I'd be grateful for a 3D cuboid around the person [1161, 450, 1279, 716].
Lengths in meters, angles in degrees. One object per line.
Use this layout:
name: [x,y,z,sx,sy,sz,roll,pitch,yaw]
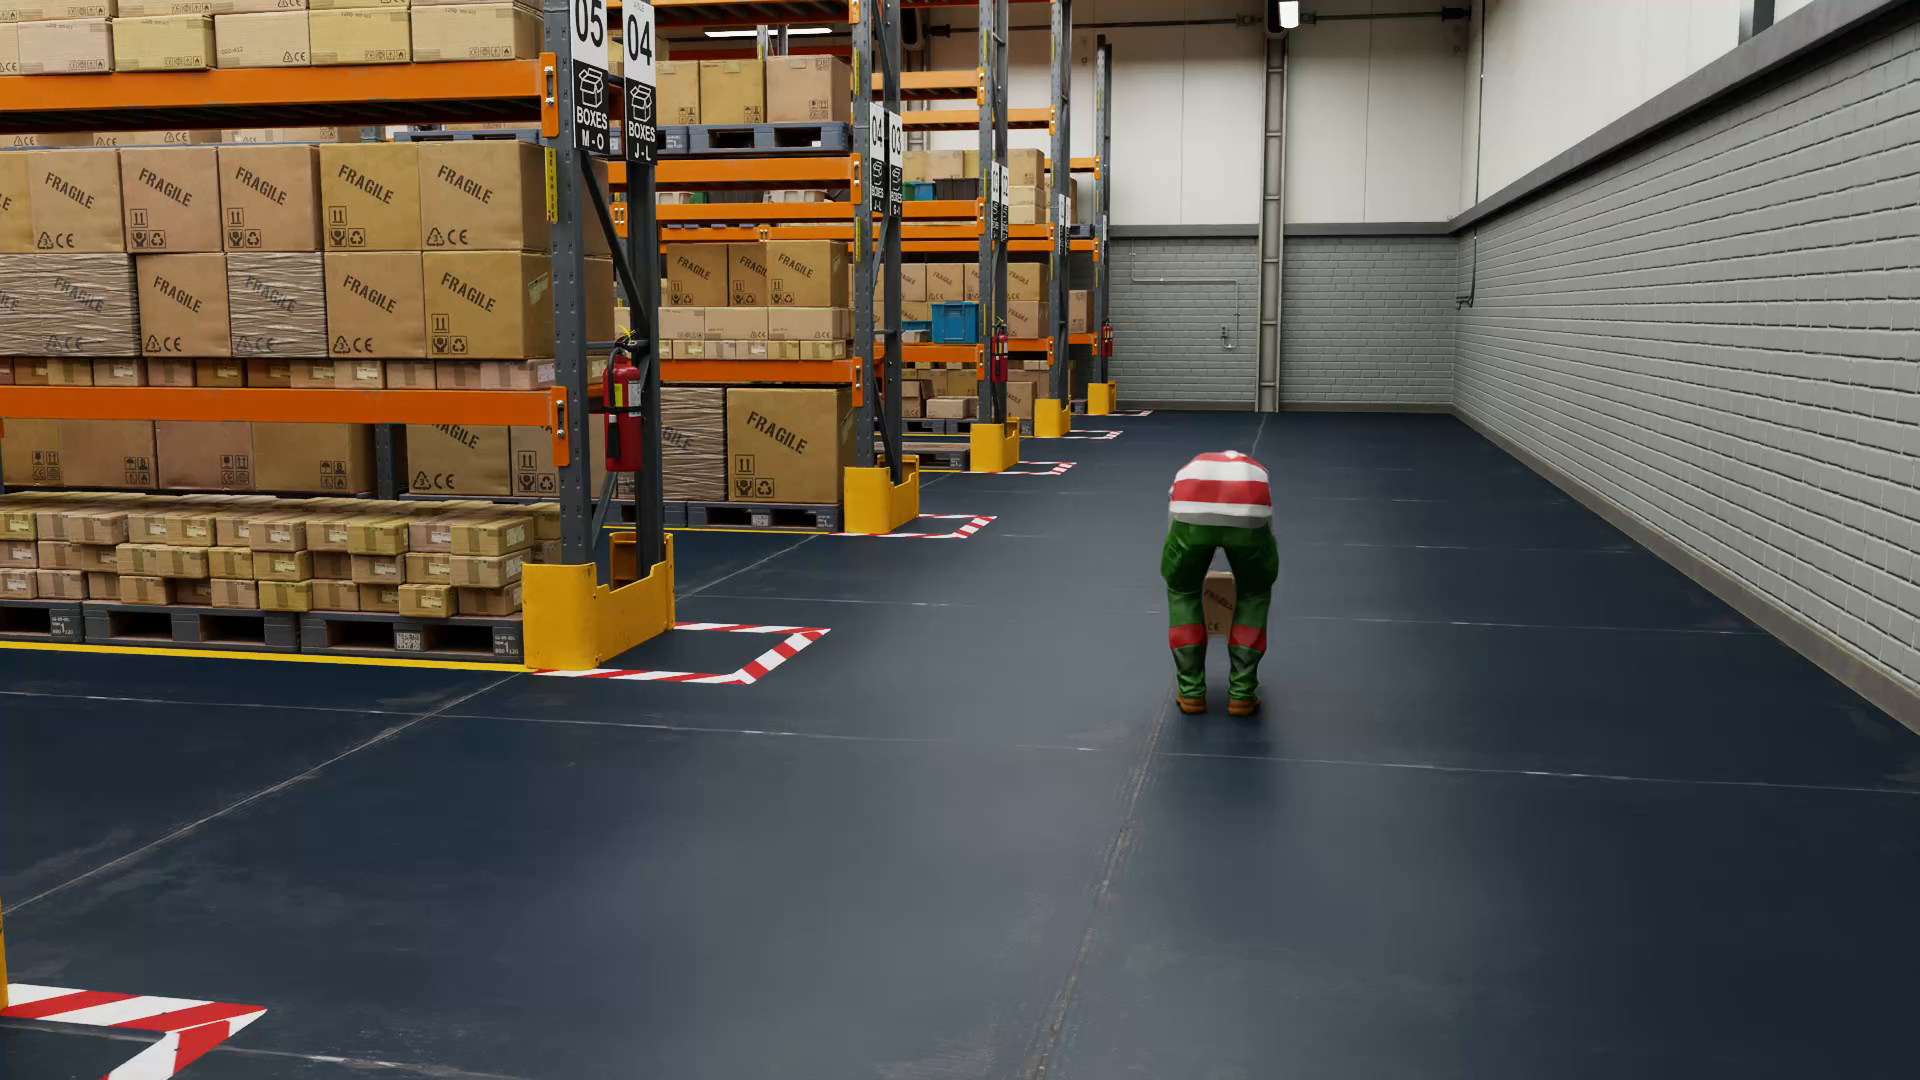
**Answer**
person: [1.116,0.149,7.160,0.492,1.094,0.965,1,8,9]
